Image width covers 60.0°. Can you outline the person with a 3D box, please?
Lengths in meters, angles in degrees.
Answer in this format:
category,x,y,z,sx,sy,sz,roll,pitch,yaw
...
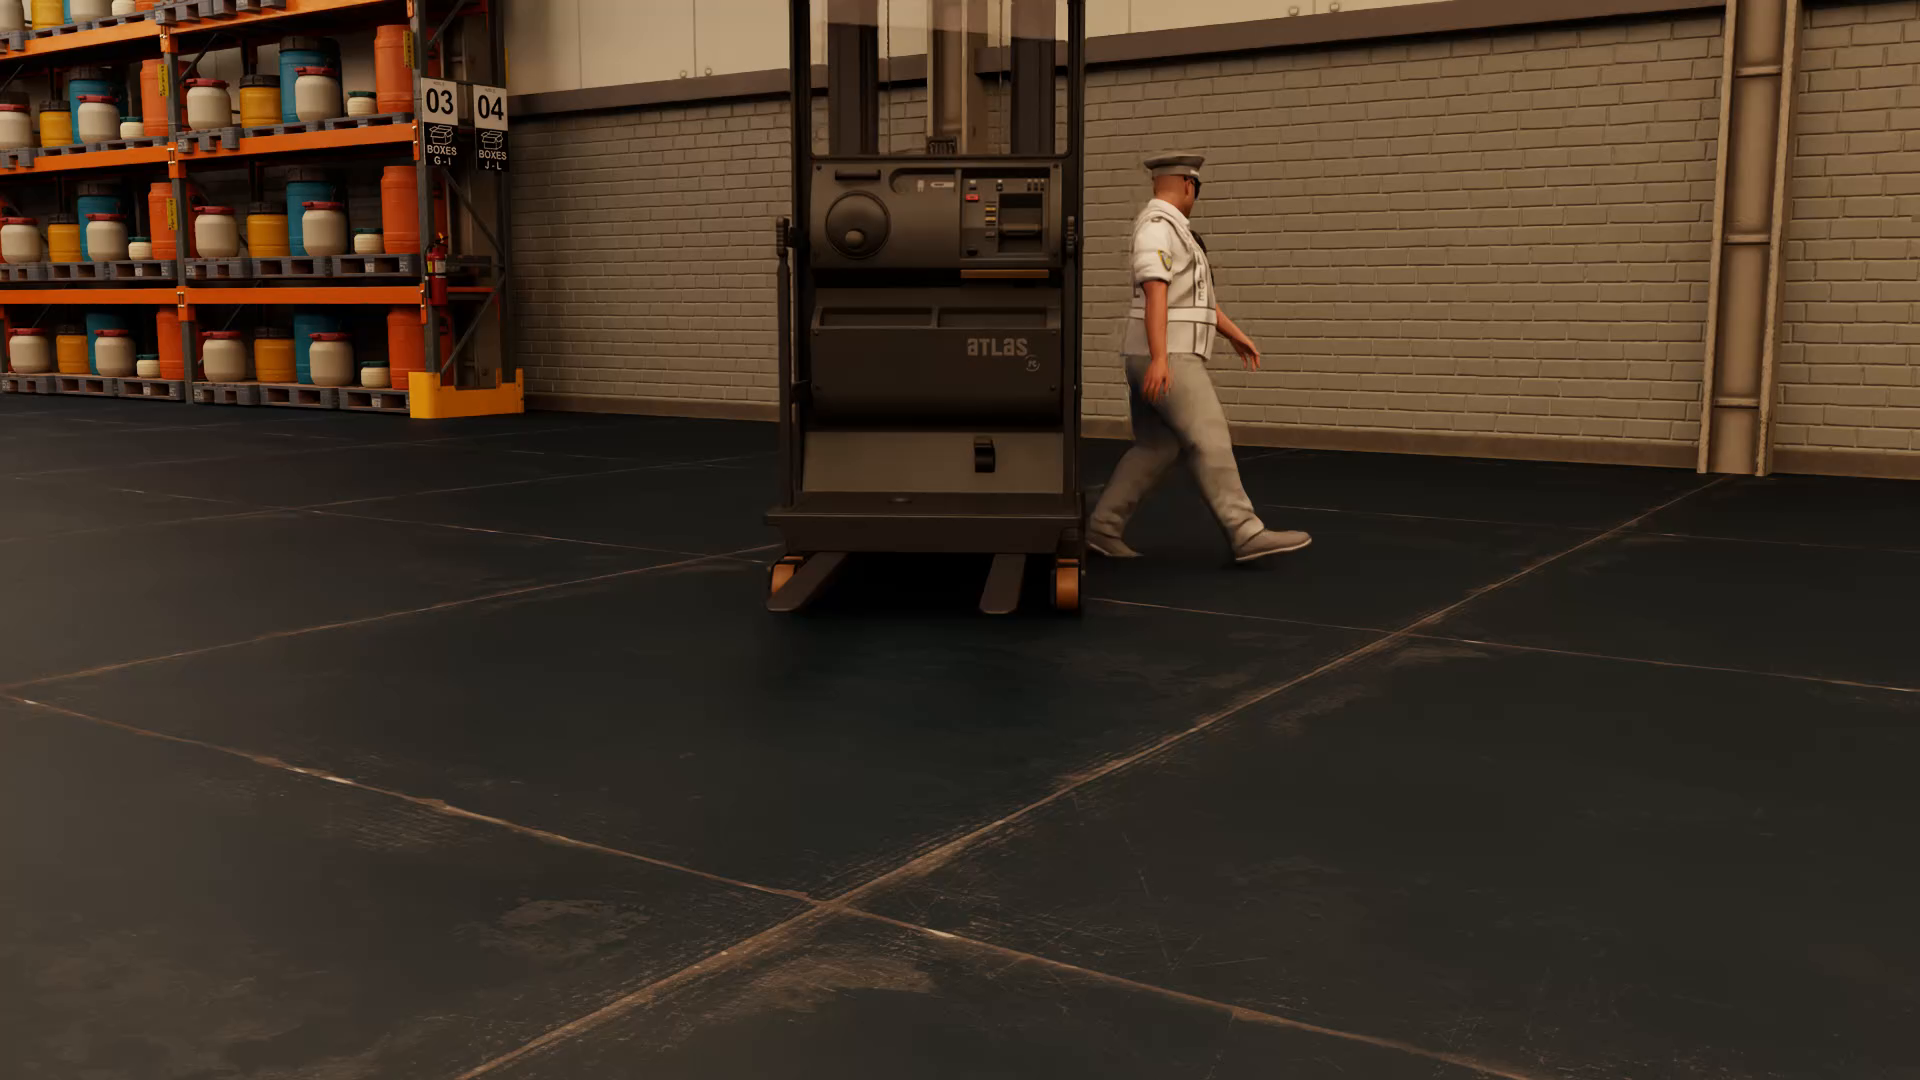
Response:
category,x,y,z,sx,sy,sz,roll,pitch,yaw
person,0.966,-0.719,6.847,0.945,1.737,0.747,1,8,4

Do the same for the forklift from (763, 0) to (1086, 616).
category,x,y,z,sx,sy,sz,roll,pitch,yaw
forklift,-0.100,-1.244,5.941,1.130,2.935,3.031,1,8,4
